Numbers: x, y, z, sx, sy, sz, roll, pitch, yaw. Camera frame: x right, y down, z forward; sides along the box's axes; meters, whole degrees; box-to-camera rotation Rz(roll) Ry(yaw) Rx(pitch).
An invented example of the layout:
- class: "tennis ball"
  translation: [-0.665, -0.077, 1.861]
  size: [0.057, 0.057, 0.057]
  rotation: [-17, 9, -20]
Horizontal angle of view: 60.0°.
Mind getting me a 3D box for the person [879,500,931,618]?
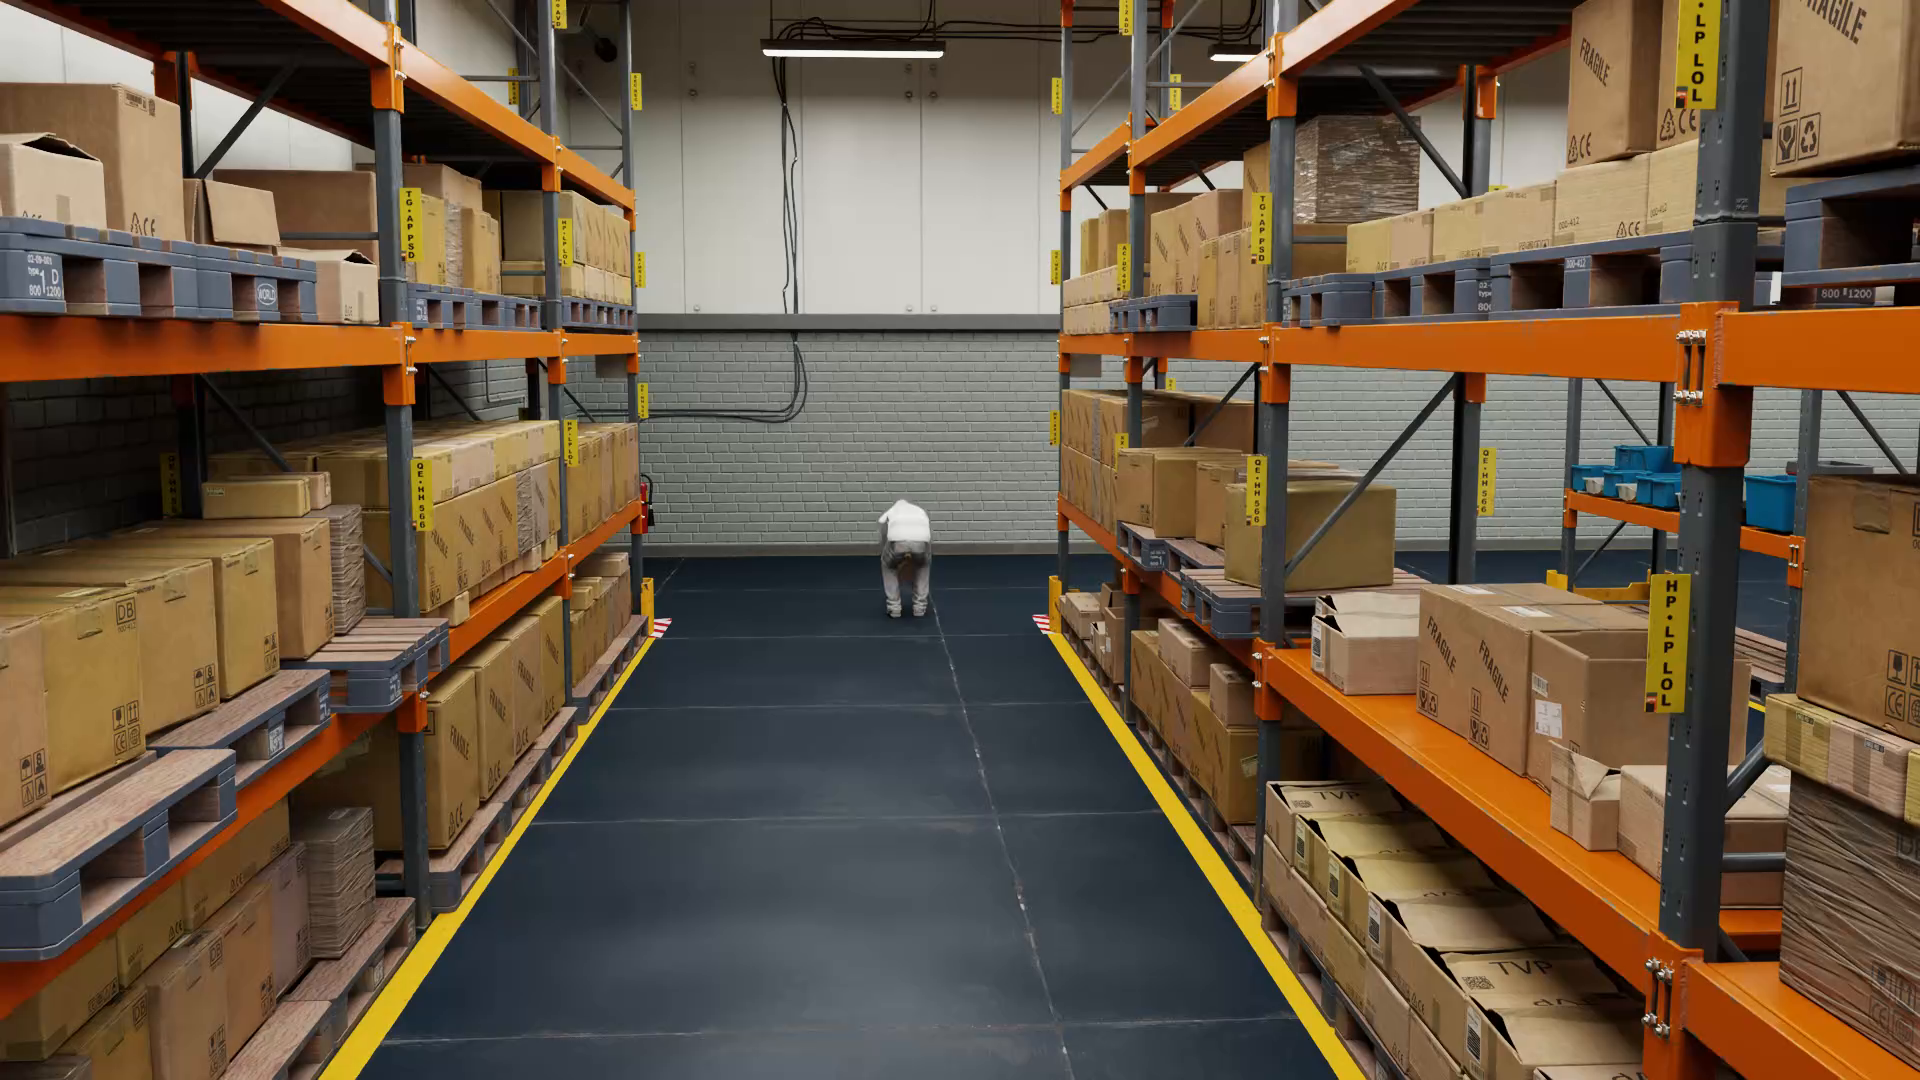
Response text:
- class: "person"
  translation: [-0.559, 0.183, 16.901]
  size: [0.520, 1.124, 0.974]
  rotation: [-1, 7, -6]
